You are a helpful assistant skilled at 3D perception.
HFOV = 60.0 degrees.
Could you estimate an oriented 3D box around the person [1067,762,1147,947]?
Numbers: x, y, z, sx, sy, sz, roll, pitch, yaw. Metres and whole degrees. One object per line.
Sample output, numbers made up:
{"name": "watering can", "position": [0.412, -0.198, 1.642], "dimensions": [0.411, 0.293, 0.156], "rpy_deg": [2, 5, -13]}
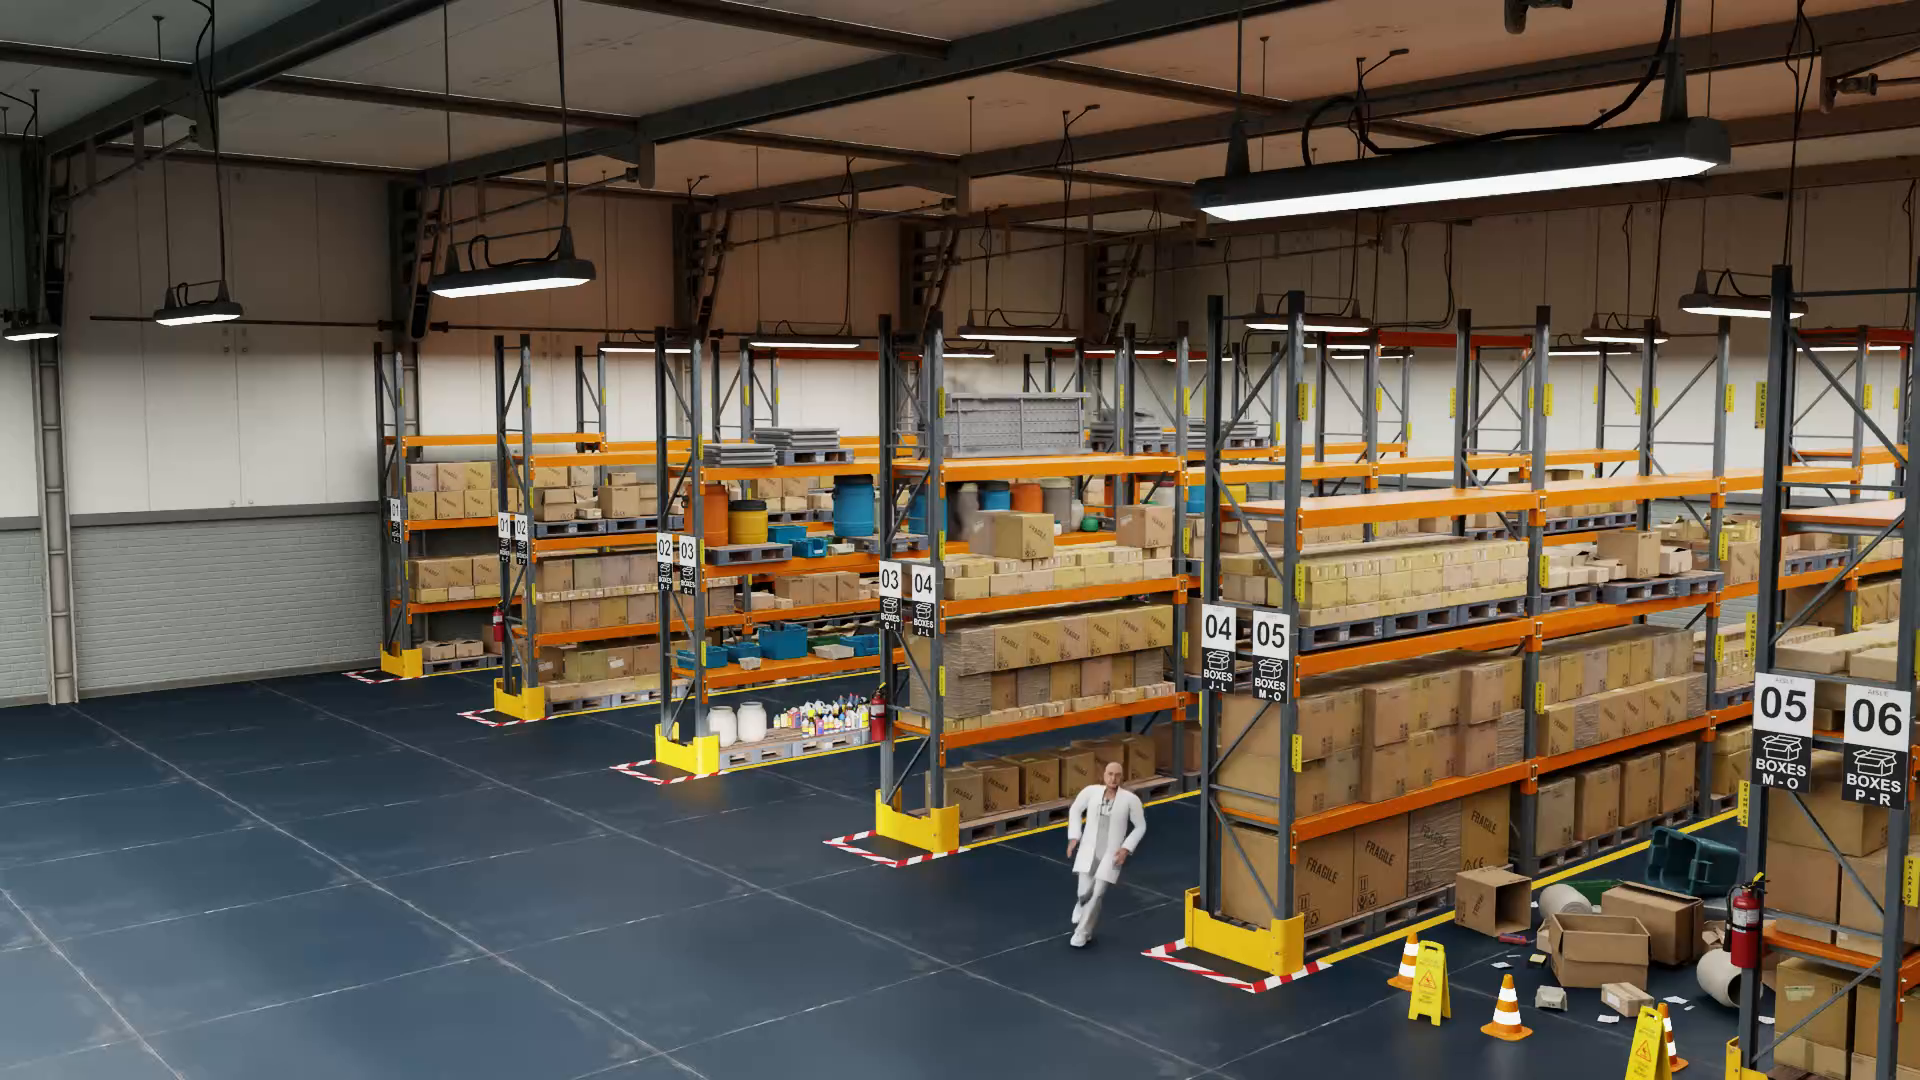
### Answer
{"name": "person", "position": [1.358, 2.910, 15.475], "dimensions": [0.735, 1.697, 0.580], "rpy_deg": [1, 5, 14]}
